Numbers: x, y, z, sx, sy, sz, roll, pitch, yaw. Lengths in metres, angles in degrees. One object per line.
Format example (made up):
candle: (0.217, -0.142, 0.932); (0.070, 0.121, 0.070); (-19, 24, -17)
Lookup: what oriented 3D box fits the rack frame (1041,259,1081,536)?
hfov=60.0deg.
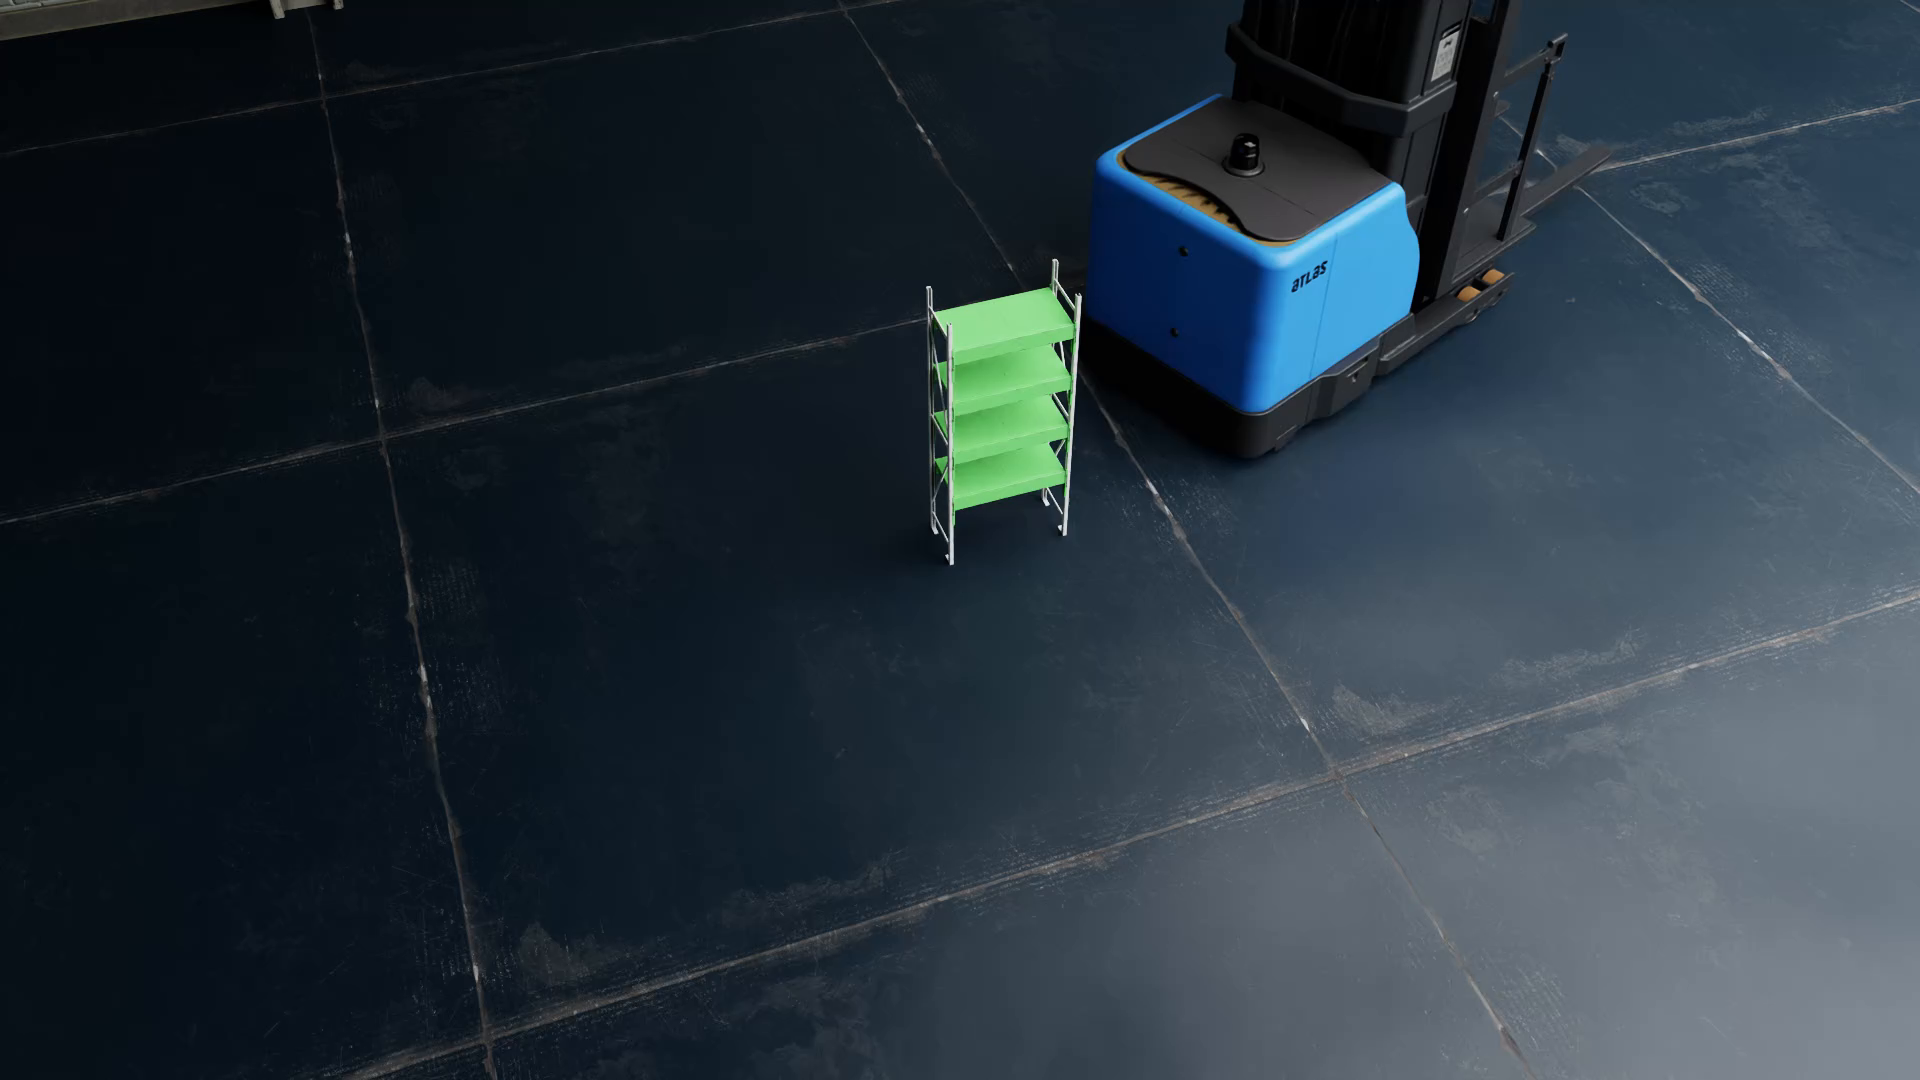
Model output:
rack frame: (0.385, -0.522, 6.423); (0.015, 1.200, 0.240); (-14, 47, -14)

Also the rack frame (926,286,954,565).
rack frame: (-0.074, -0.405, 6.306); (0.015, 1.200, 0.240); (-14, 47, -14)

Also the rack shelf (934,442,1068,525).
rack shelf: (0.156, -0.249, 6.580); (0.480, 0.148, 0.258); (-14, 47, -14)

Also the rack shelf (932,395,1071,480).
rack shelf: (0.156, -0.418, 6.410); (0.480, 0.148, 0.258); (-14, 47, -14)

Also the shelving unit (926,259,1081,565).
shelving unit: (0.156, -0.463, 6.365); (0.503, 1.200, 0.258); (-14, 47, -14)

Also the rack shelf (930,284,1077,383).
rack shelf: (0.156, -0.757, 6.070); (0.480, 0.148, 0.258); (-14, 47, -14)

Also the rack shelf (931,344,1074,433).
rack shelf: (0.156, -0.588, 6.240); (0.480, 0.148, 0.258); (-14, 47, -14)

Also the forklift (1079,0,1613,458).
forklift: (1.960, -2.295, 6.968); (3.031, 2.935, 1.130); (-33, 54, -29)
